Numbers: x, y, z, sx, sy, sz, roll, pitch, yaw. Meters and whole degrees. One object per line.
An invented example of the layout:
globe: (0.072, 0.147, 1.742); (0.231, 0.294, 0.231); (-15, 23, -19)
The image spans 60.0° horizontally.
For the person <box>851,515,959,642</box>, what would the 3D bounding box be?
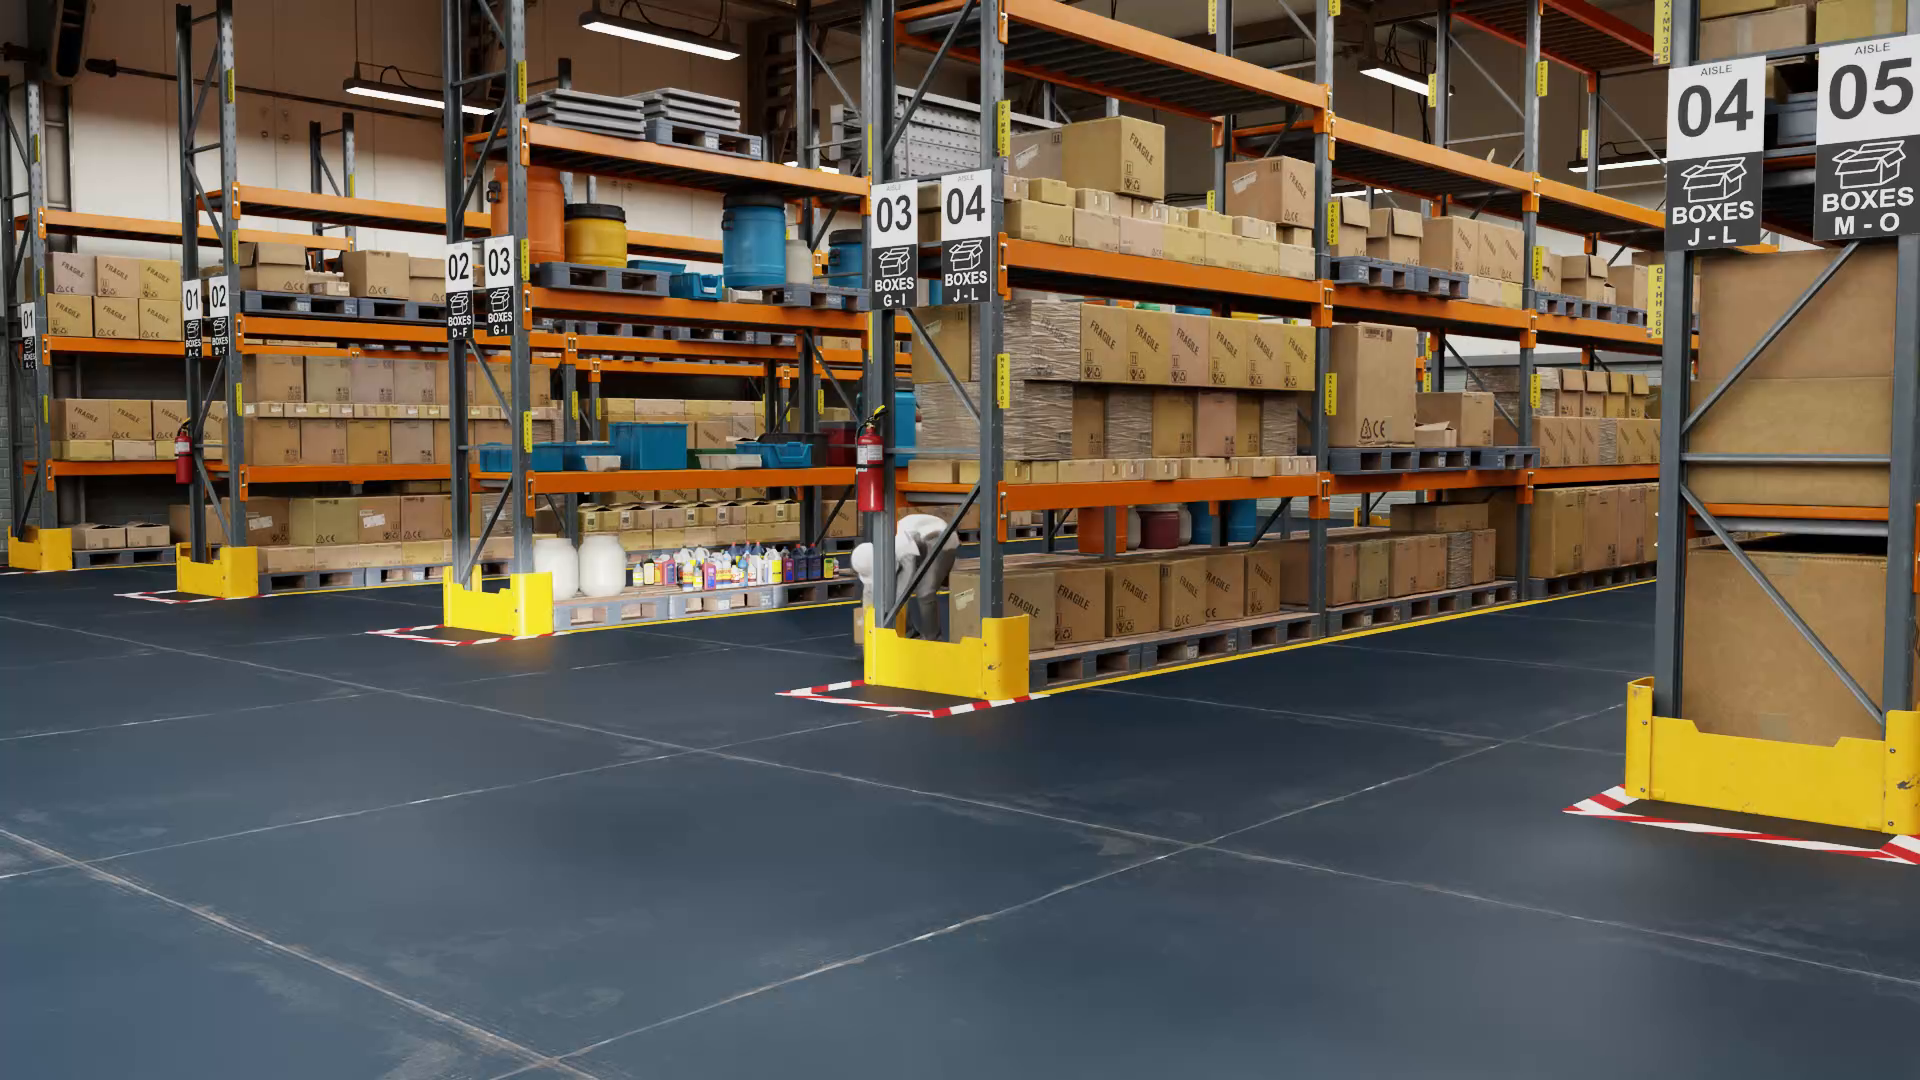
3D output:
person: (-0.416, 0.337, 12.090); (0.479, 1.028, 1.002); (3, 4, 37)
